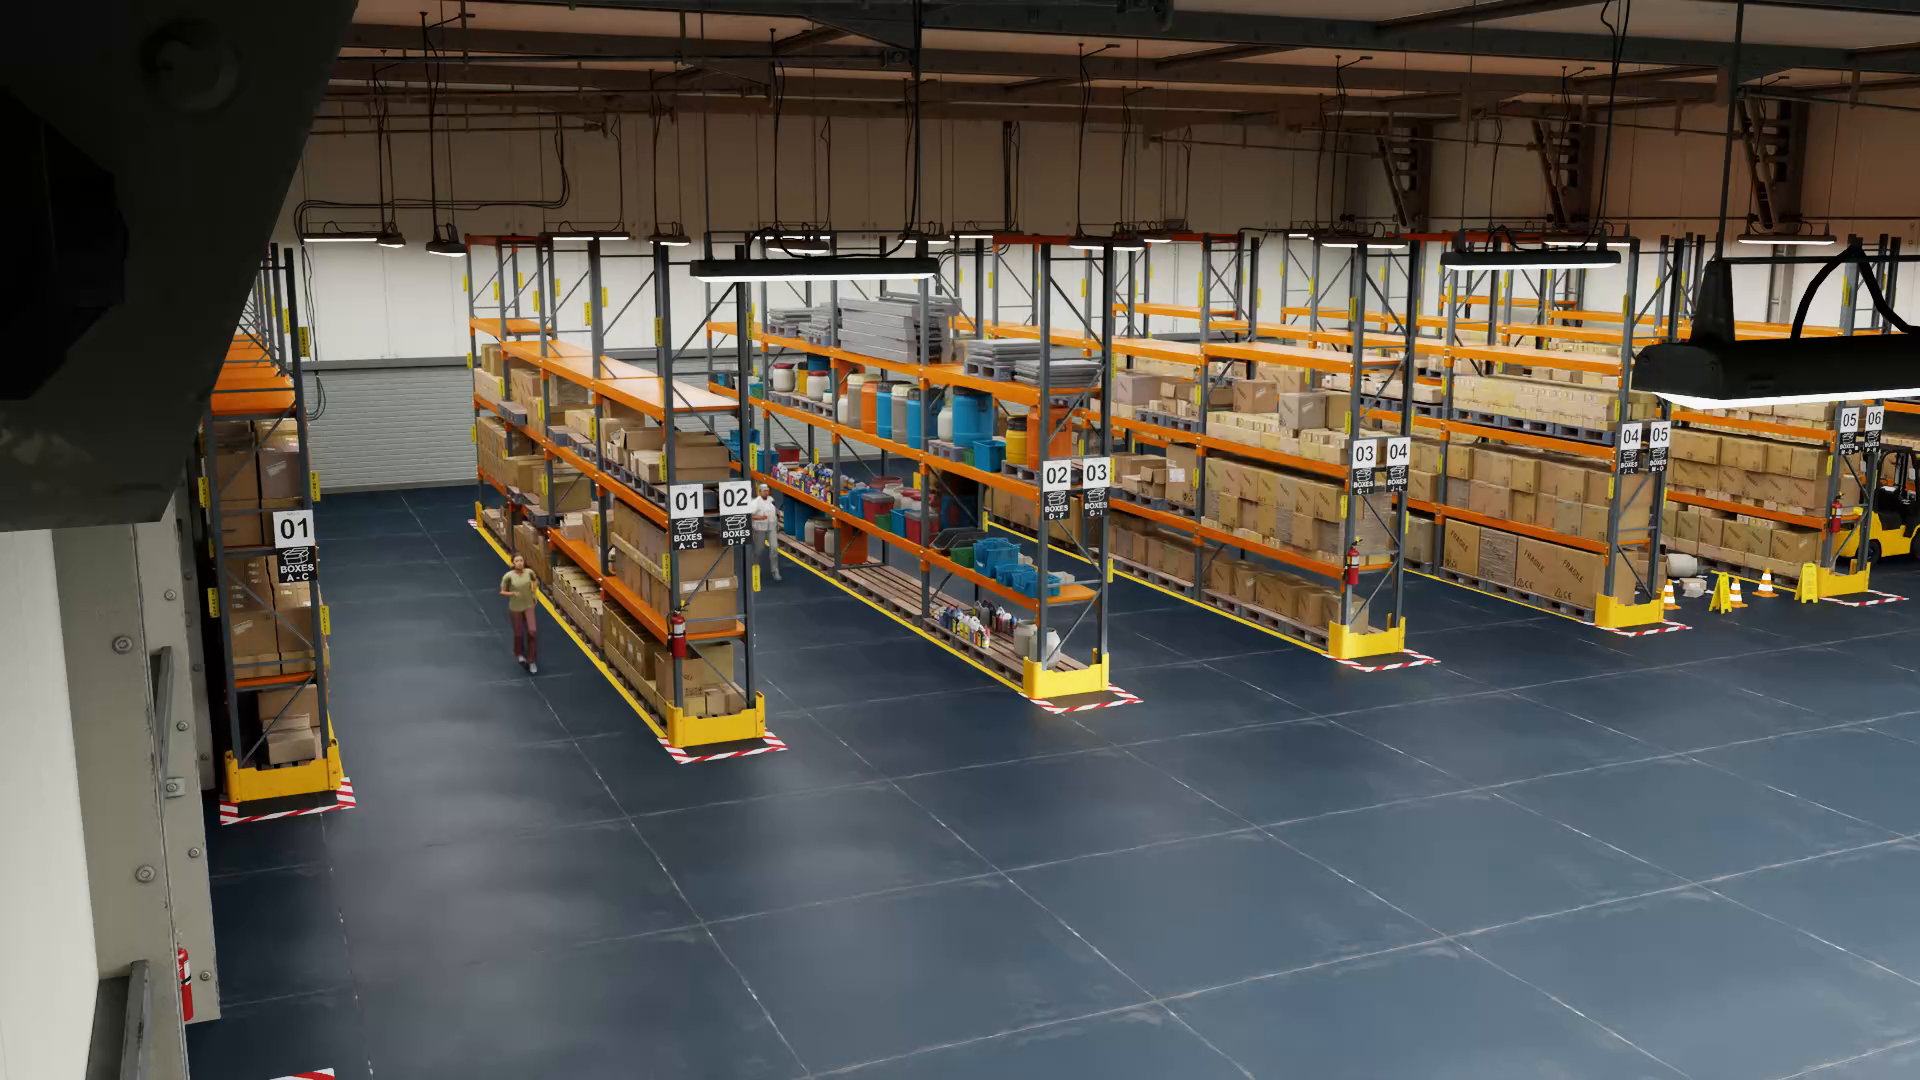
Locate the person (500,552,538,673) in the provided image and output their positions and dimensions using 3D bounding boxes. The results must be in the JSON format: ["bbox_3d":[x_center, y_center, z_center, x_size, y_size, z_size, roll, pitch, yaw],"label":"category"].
[{"bbox_3d":[-6.218,1.012,23.559,0.559,1.725,0.738,-5,12,-22],"label":"person"}]

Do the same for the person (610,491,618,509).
[{"bbox_3d":[-7.090,-1.069,34.136,0.688,1.738,0.517,-10,15,-43],"label":"person"}]

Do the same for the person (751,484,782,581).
[{"bbox_3d":[-3.467,-0.165,29.541,0.604,1.688,0.856,-6,12,-28],"label":"person"}]
